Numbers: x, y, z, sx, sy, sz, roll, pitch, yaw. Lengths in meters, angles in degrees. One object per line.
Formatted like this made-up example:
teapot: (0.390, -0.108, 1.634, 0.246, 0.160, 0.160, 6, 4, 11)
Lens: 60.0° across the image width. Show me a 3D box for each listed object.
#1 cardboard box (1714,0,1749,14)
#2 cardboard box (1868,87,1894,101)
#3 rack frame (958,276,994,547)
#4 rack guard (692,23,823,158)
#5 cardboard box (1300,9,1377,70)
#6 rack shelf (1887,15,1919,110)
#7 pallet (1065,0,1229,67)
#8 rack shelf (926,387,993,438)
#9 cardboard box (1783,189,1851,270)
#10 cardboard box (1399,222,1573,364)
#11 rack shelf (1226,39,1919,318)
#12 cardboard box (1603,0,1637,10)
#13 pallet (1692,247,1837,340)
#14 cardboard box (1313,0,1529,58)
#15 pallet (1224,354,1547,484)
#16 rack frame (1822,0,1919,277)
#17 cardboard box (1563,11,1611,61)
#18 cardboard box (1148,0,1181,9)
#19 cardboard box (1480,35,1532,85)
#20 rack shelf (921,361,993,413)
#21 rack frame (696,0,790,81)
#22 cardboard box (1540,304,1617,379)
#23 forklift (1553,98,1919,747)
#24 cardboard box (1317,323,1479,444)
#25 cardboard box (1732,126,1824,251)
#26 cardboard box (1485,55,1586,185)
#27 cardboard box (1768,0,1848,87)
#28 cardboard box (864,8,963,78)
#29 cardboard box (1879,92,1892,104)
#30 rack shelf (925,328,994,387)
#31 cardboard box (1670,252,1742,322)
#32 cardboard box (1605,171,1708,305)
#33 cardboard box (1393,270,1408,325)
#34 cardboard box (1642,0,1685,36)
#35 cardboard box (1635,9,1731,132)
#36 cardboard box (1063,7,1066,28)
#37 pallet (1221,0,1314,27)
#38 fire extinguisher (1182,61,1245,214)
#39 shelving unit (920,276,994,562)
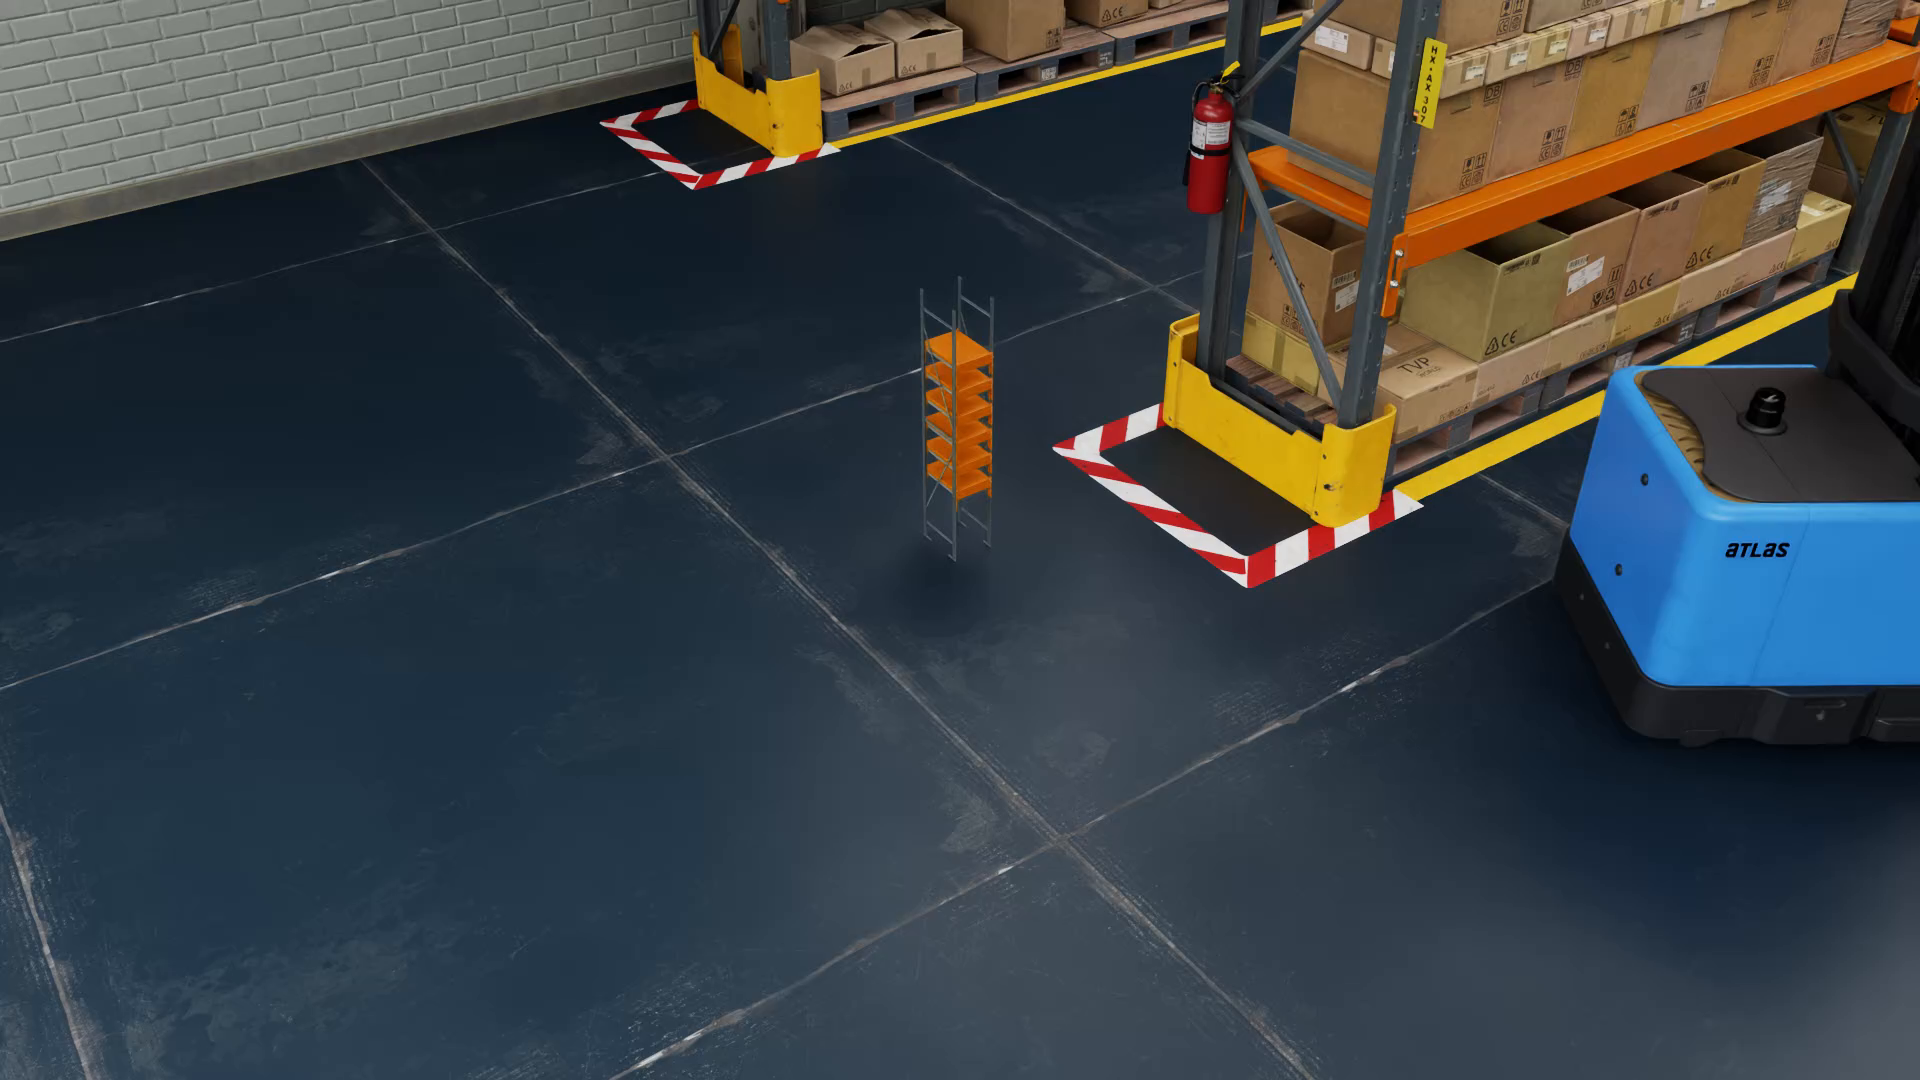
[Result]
cardboard box: (3.370, -2.540, 7.571, 0.250, 0.149, 0.380, -21, 41, -26)
cardboard box: (5.310, -2.680, 9.922, 0.500, 0.311, 0.500, -21, 41, -27)
rack frame: (0.063, -0.513, 6.936, 0.006, 1.200, 0.240, -22, 41, -28)
rack guard: (-1.341, -2.975, 10.958, 0.348, 0.500, 1.175, -22, 41, -28)
cardboard box: (1.656, -2.125, 6.994, 0.250, 0.149, 0.380, -23, 42, -29)
rack shelf: (6.358, -3.327, 9.924, 4.000, 0.370, 1.077, -22, 41, -28)
pallet: (1.337, -3.935, 12.540, 1.213, 0.211, 1.003, -22, 41, -28)
rack shelf: (-0.012, -0.544, 6.849, 0.180, 0.103, 0.258, -22, 41, -28)
cardboard box: (4.470, -1.741, 9.097, 0.500, 0.250, 0.500, -22, 41, -28)
cardboard box: (2.427, -1.203, 7.707, 0.500, 0.500, 0.500, -22, 41, -28)
rack shelf: (3.088, -1.982, 8.053, 4.000, 0.370, 1.077, -22, 41, -28)
cardboard box: (2.724, -2.687, 7.220, 0.500, 0.500, 0.700, -22, 41, -28)
pallet: (4.049, -1.567, 9.248, 1.213, 0.211, 1.003, -22, 41, -28)
cardboard box: (1.885, -2.337, 6.734, 0.500, 0.500, 0.700, -22, 41, -28)
pallet: (2.054, -0.747, 8.107, 1.213, 0.211, 1.003, -22, 41, -28)
rack frame: (4.723, -2.947, 8.778, 0.127, 3.000, 1.000, -22, 41, -28)
cardboard box: (2.524, -2.192, 7.087, 0.250, 0.149, 0.380, -23, 42, -29)
cardboard box: (1.446, -4.144, 12.492, 0.250, 0.166, 0.380, -28, 44, -33)
cardboard box: (2.112, -2.025, 6.855, 0.250, 0.149, 0.380, -24, 42, -29)
rack shelf: (-0.012, -0.641, 6.779, 0.180, 0.103, 0.258, -22, 41, -28)
rack frame: (-1.404, -3.964, 10.193, 0.127, 3.000, 1.000, -22, 41, -28)
cardboard box: (2.835, -1.068, 8.161, 0.500, 0.250, 0.500, -22, 41, -28)
forklift: (3.977, -0.718, 5.738, 3.031, 2.935, 1.130, 0, 36, -1)
cardboard box: (2.020, -0.730, 7.691, 0.500, 0.250, 0.500, -22, 41, -28)
cardboard box: (4.054, -1.883, 8.651, 0.500, 0.500, 0.500, -22, 41, -28)
cardboard box: (2.269, -1.972, 7.337, 0.500, 0.500, 0.700, -21, 41, -27)
cardboard box: (3.936, -2.655, 8.286, 0.500, 0.500, 0.700, -23, 42, -28)
cardboard box: (-0.320, -3.433, 11.380, 0.500, 0.311, 0.500, -19, 40, -24)
cardboard box: (5.616, -2.415, 9.553, 0.500, 0.311, 0.500, -23, 42, -28)
rack shelf: (-0.012, -0.738, 6.709, 0.180, 0.103, 0.258, -22, 41, -28)
cardboard box: (3.655, -1.402, 8.626, 0.500, 0.250, 0.500, -22, 41, -28)
cardboard box: (3.247, -1.537, 8.172, 0.500, 0.500, 0.500, -22, 41, -28)
cardboard box: (2.123, -1.151, 8.276, 0.500, 0.250, 0.500, -22, 41, -28)
cardboard box: (2.950, -2.369, 7.333, 0.250, 0.149, 0.380, -23, 42, -28)
cardboard box: (3.106, -2.315, 7.814, 0.500, 0.500, 0.700, -21, 41, -27)
cardboard box: (0.547, -3.803, 12.033, 0.250, 0.149, 0.380, -26, 43, -31)
pallet: (2.502, -4.440, 13.243, 1.213, 0.211, 1.003, -22, 41, -28)
fire extinguisher: (1.089, -1.752, 7.183, 0.183, 0.674, 0.296, -22, 41, -28)
shelving unit: (-0.012, -0.482, 6.893, 0.189, 1.200, 0.258, -22, 41, -28)
